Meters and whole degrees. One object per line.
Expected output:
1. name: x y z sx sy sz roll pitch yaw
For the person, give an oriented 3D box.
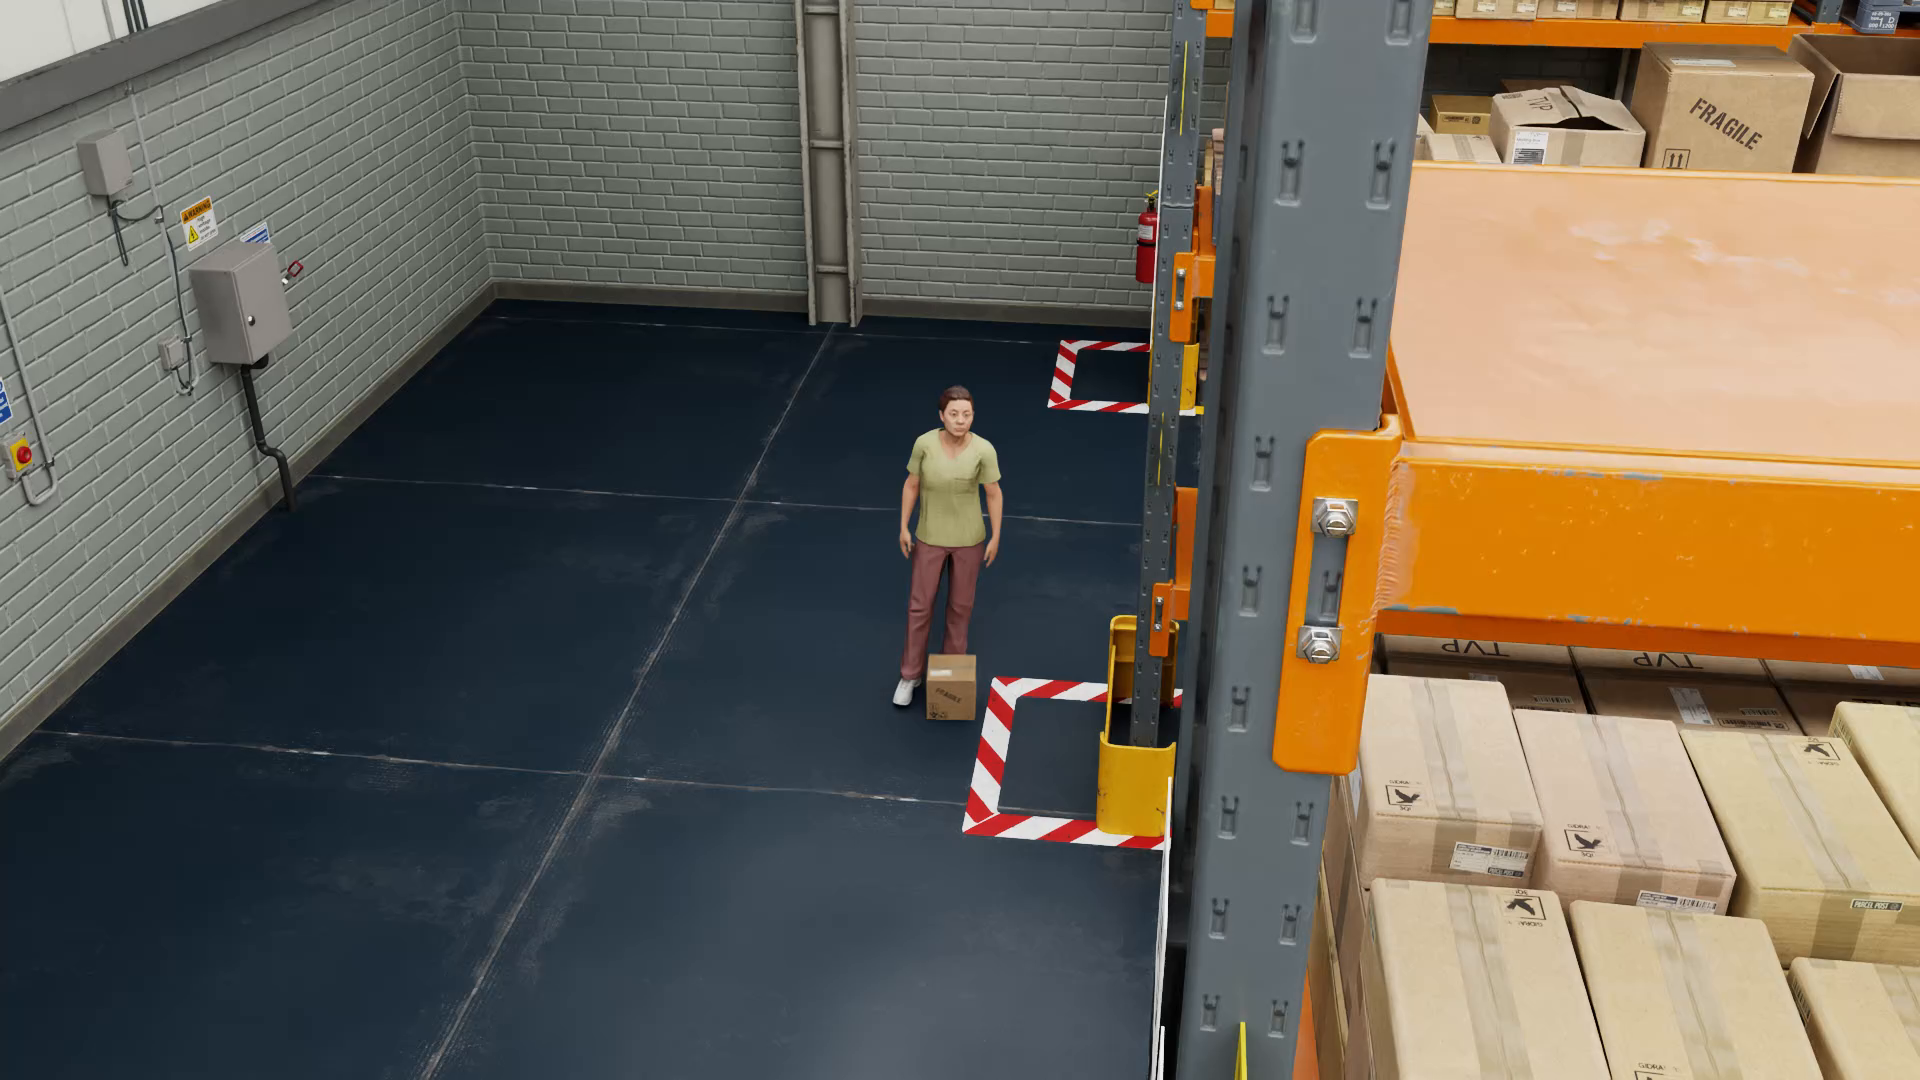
1. person: -0.063 0.032 8.547 0.550 1.674 0.549 2 29 4
